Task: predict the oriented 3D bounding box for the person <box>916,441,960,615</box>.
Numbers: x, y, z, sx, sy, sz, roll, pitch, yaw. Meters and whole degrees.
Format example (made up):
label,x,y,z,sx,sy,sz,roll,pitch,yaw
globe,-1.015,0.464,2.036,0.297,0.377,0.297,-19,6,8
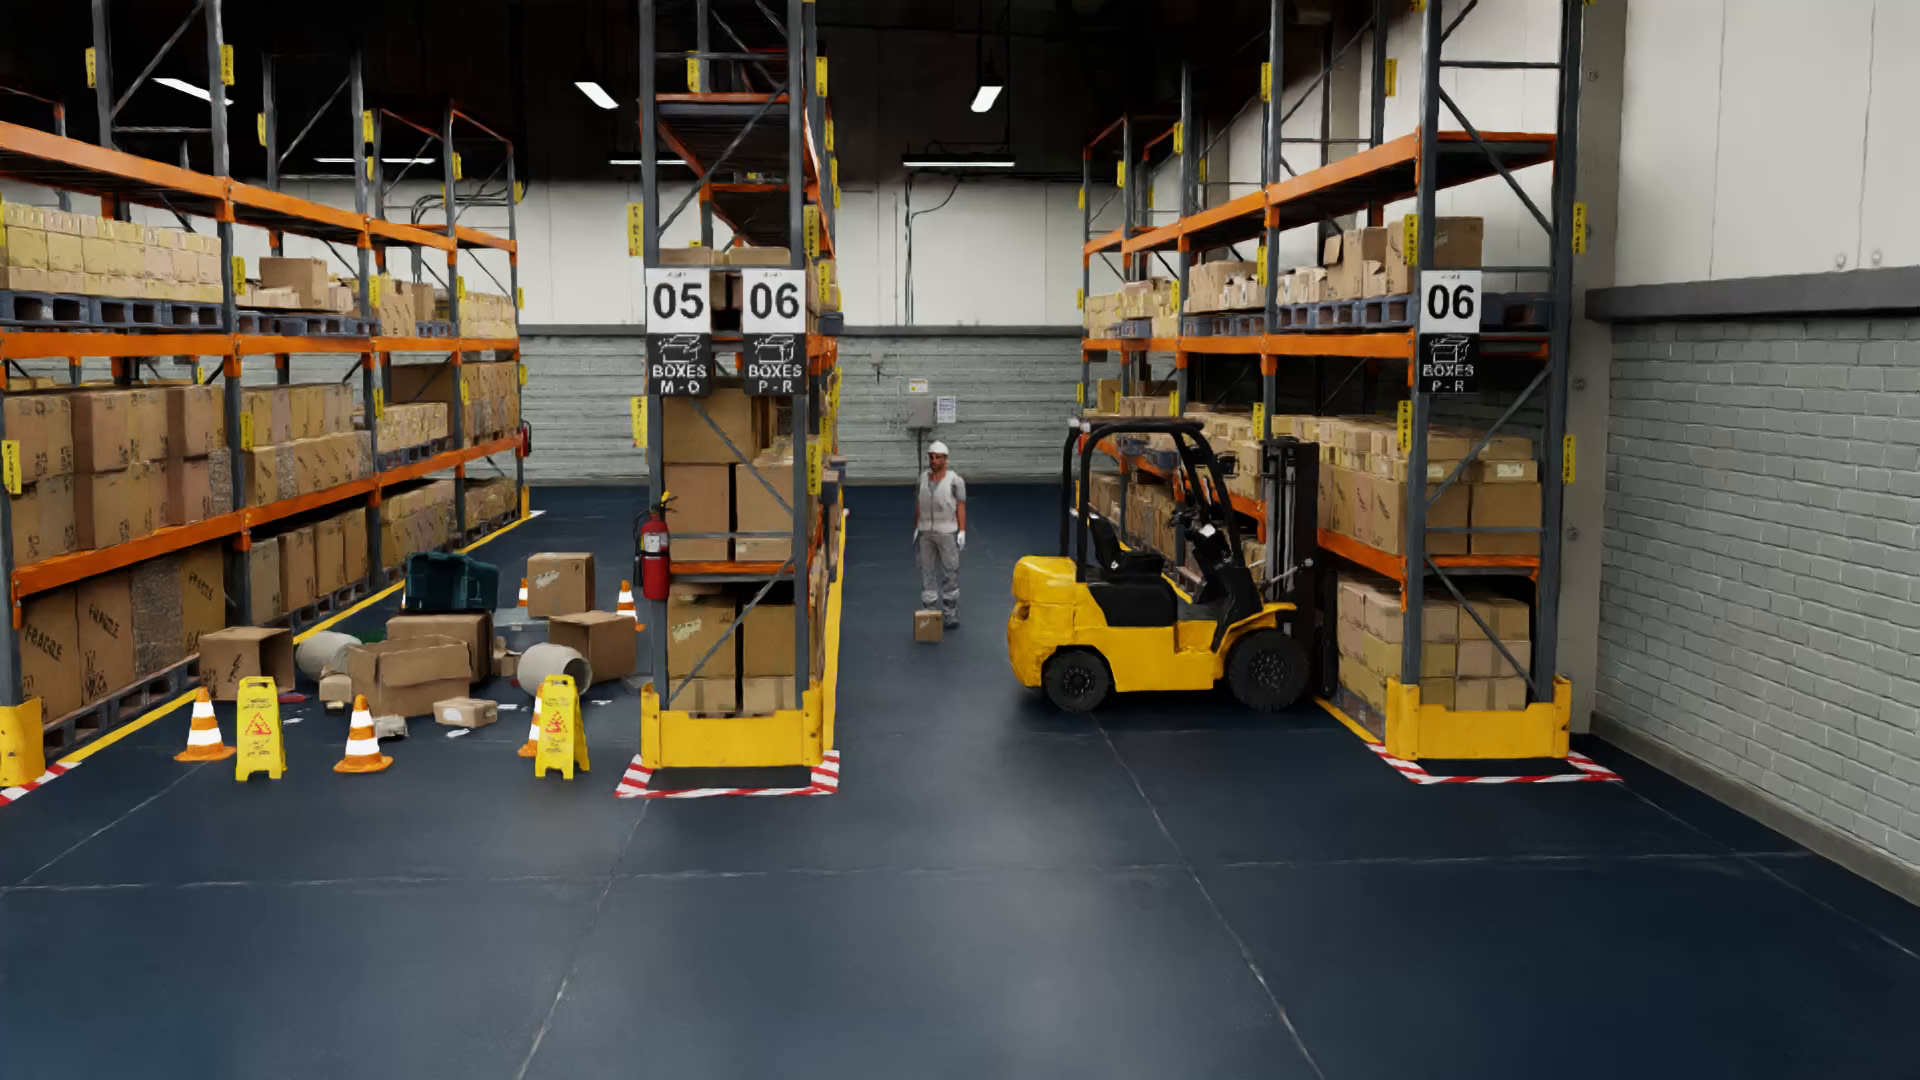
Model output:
label,x,y,z,sx,sy,sz,roll,pitch,yaw
person,-11.721,1.825,0.183,11.204,1.801,38.278,2,7,20
